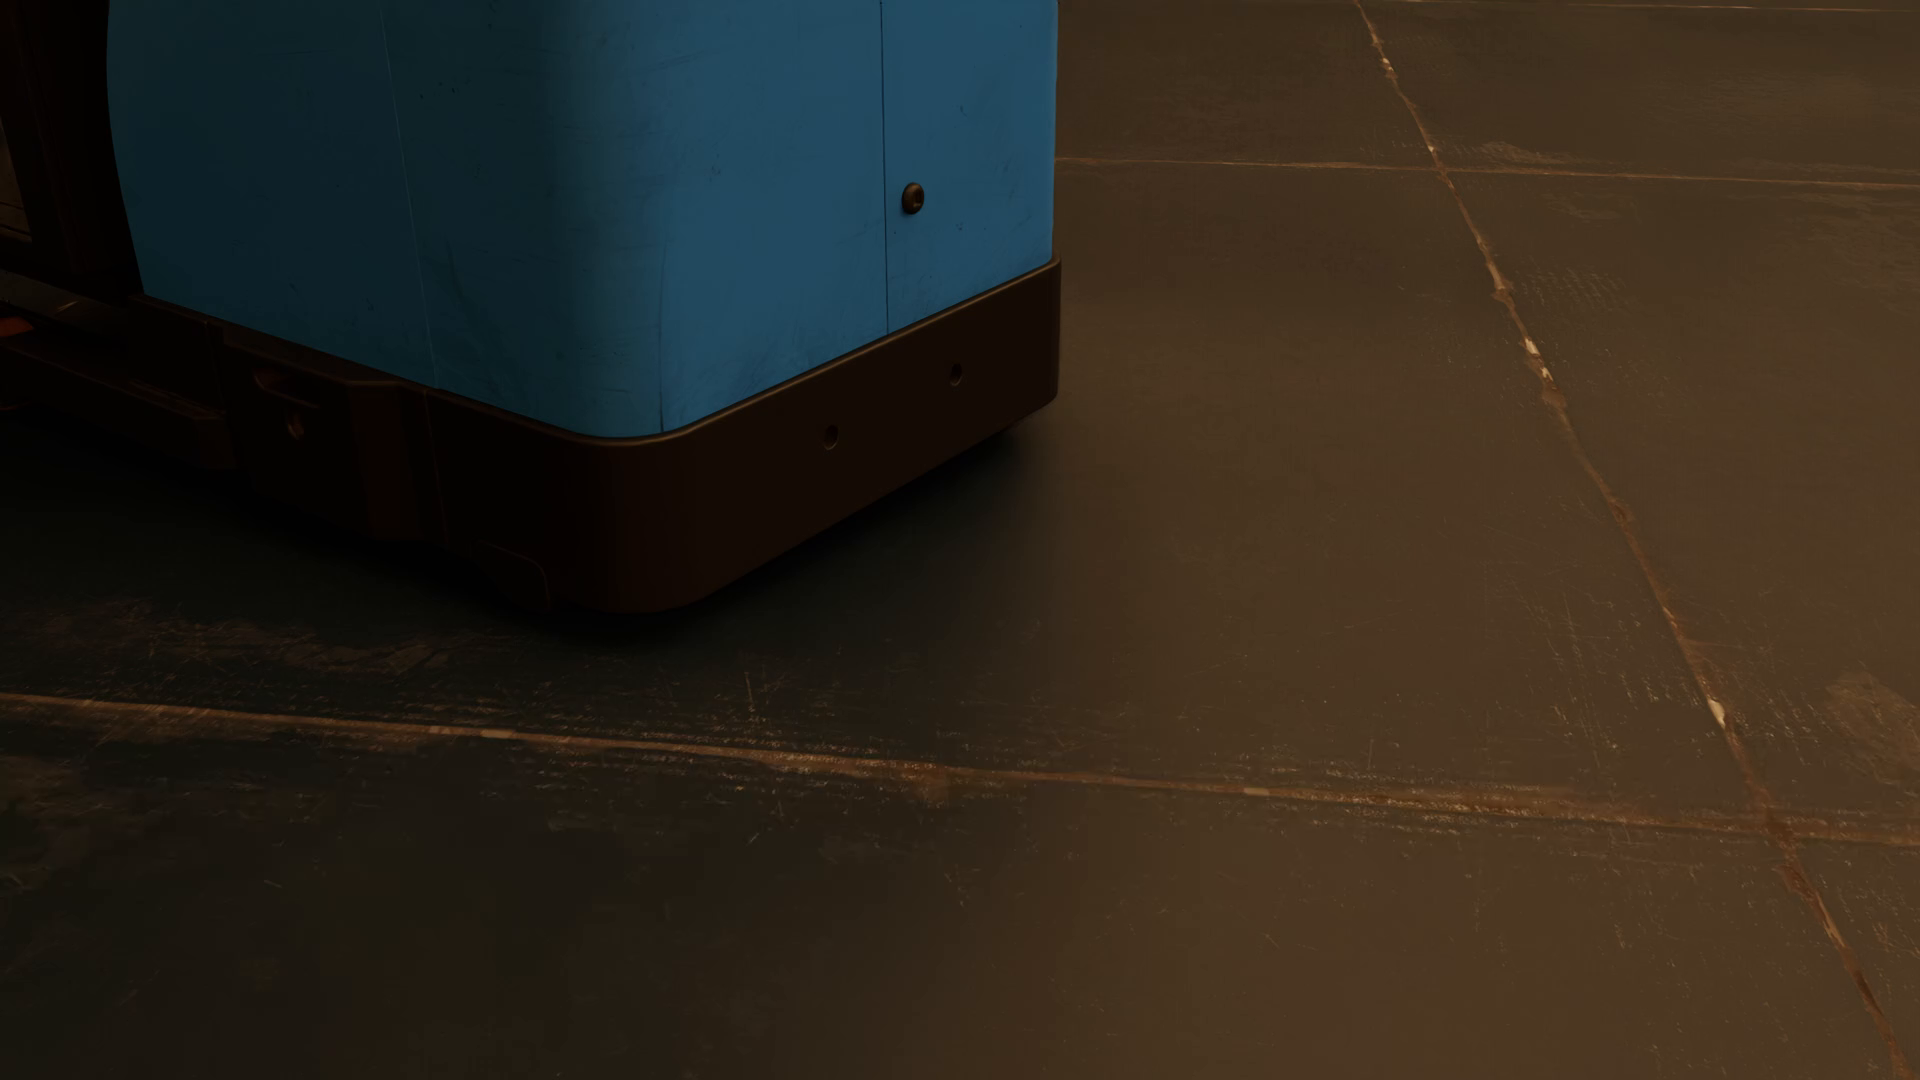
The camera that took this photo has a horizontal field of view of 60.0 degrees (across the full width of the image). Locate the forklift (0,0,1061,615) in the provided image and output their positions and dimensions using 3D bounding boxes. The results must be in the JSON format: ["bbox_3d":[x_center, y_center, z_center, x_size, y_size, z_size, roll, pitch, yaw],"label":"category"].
[{"bbox_3d":[-1.329,-1.714,2.652,3.031,2.935,1.130,18,31,31],"label":"forklift"}]
